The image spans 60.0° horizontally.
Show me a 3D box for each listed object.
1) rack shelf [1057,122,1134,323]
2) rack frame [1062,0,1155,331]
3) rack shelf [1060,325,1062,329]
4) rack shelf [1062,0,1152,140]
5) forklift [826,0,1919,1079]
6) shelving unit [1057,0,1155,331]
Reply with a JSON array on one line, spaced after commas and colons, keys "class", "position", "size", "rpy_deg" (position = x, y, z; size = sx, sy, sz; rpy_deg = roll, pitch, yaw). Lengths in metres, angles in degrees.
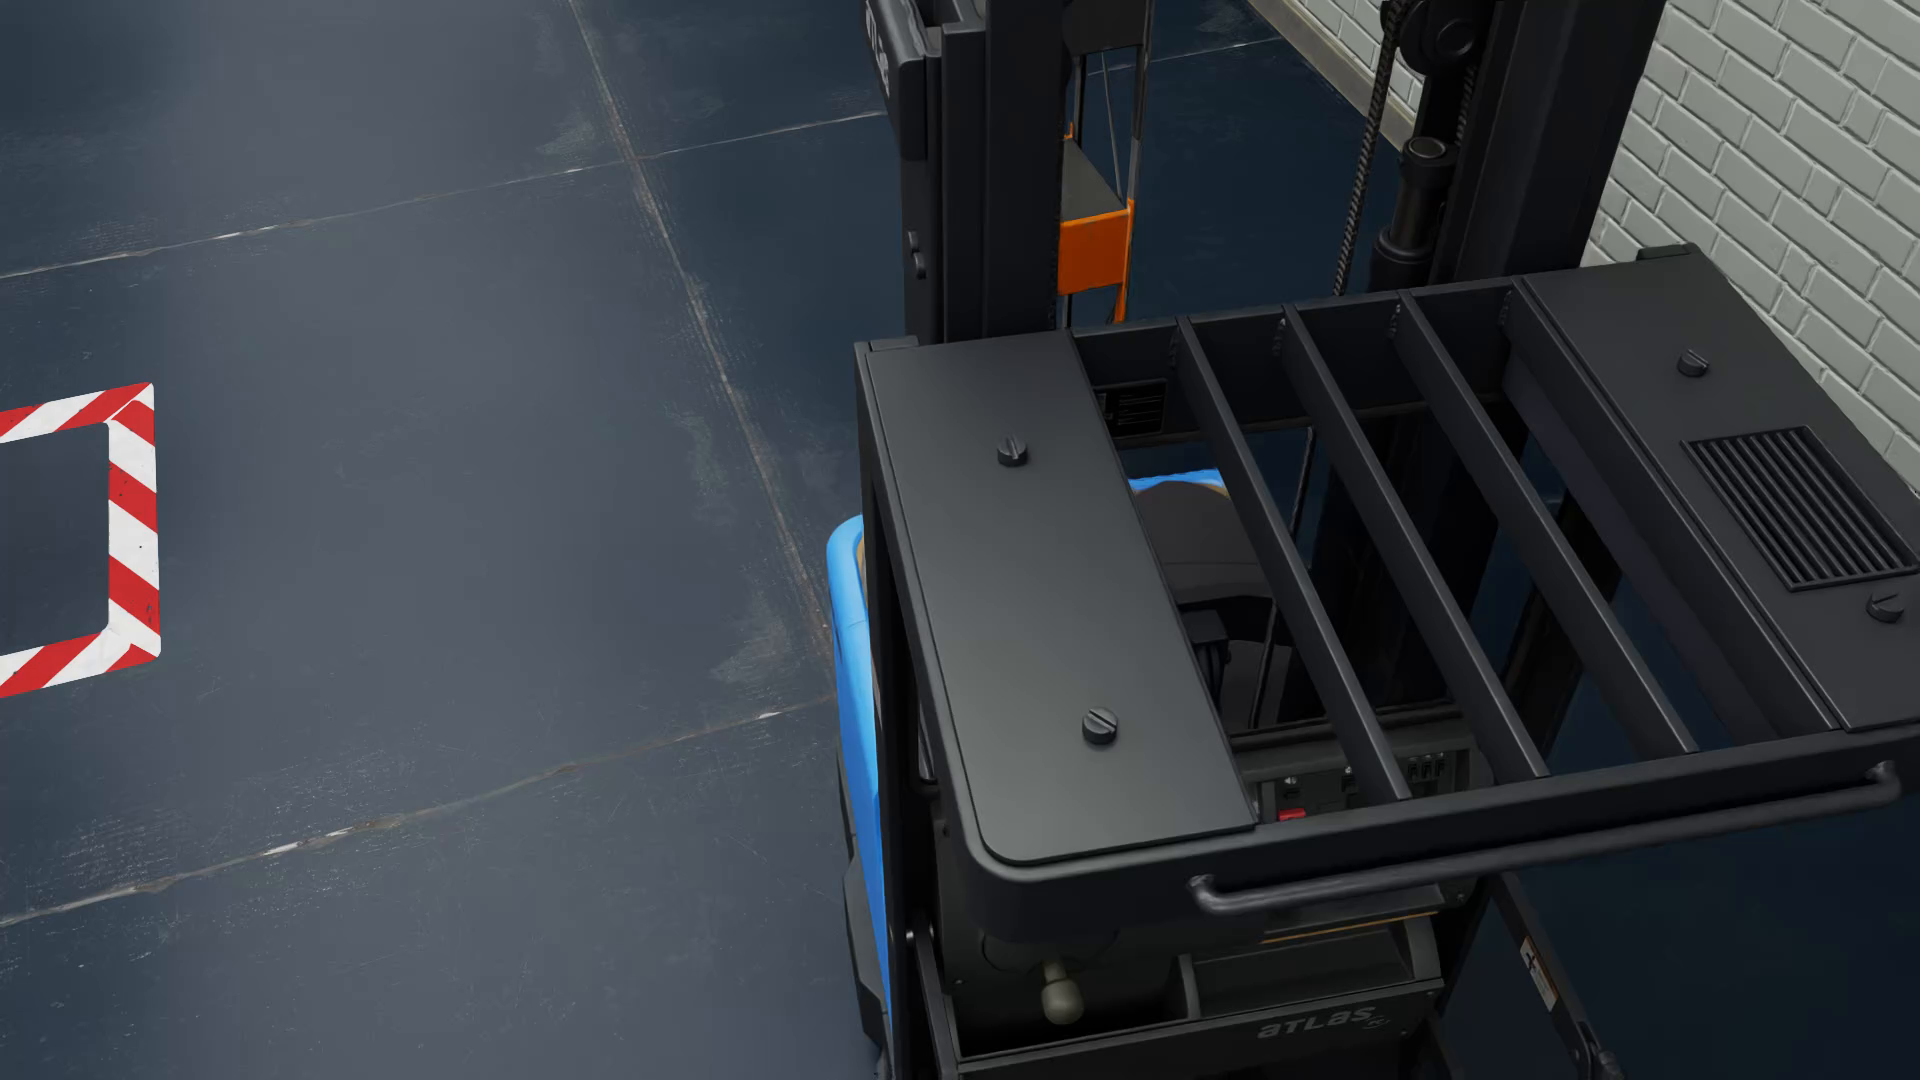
[{"class": "rack shelf", "position": [0.156, -0.771, 4.556], "size": [0.480, 0.518, 0.431], "rpy_deg": [-14, 47, -14]}, {"class": "rack frame", "position": [0.385, -0.840, 4.604], "size": [0.015, 2.100, 0.400], "rpy_deg": [-14, 47, -14]}, {"class": "rack shelf", "position": [0.156, -0.277, 5.051], "size": [0.480, 0.518, 0.431], "rpy_deg": [-14, 47, -14]}, {"class": "rack shelf", "position": [0.156, -1.266, 4.060], "size": [0.480, 0.518, 0.431], "rpy_deg": [-14, 47, -14]}, {"class": "forklift", "position": [0.462, 0.631, 2.551], "size": [1.130, 2.935, 3.031], "rpy_deg": [-8, 46, -8]}, {"class": "shelving unit", "position": [0.156, -0.781, 4.546], "size": [0.503, 2.100, 0.431], "rpy_deg": [-14, 47, -14]}]
